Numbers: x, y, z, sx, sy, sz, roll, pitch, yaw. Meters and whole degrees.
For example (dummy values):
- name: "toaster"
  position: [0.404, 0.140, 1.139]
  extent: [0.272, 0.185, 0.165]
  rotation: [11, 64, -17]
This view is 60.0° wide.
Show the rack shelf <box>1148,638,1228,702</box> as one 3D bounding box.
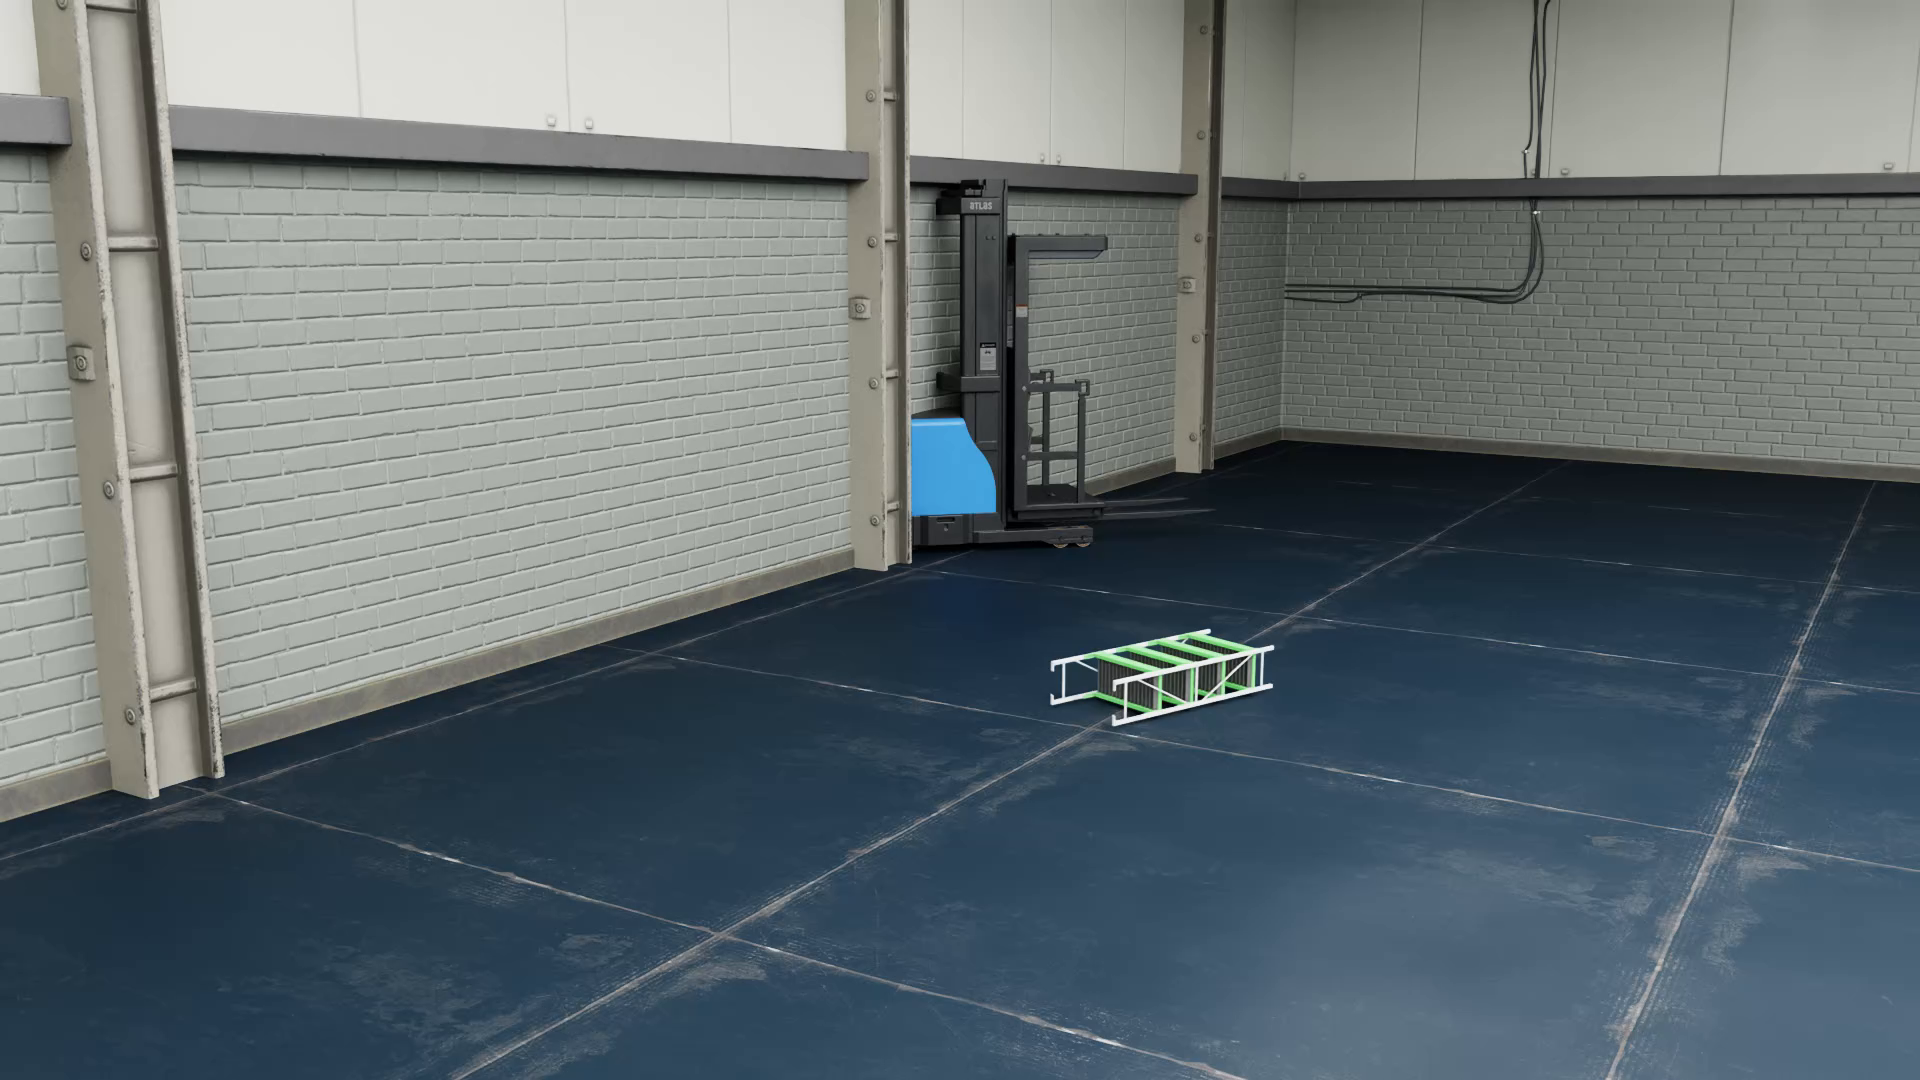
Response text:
- name: "rack shelf"
  position: [1.259, 0.720, 9.224]
  extent: [0.148, 0.258, 0.480]
  rotation: [-8, 13, -37]

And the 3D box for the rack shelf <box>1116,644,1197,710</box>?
- name: "rack shelf"
  position: [1.068, 0.747, 9.080]
  extent: [0.148, 0.258, 0.480]
  rotation: [-8, 13, -37]

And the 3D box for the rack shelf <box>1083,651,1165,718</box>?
- name: "rack shelf"
  position: [0.878, 0.774, 8.937]
  extent: [0.148, 0.258, 0.480]
  rotation: [-8, 13, -37]

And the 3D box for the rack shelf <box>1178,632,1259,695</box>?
- name: "rack shelf"
  position: [1.449, 0.693, 9.368]
  extent: [0.148, 0.258, 0.480]
  rotation: [-8, 13, -37]

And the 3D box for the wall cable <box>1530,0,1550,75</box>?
- name: "wall cable"
  position: [7.482, -6.211, 17.303]
  extent: [3.097, 2.526, 0.112]
  rotation: [6, 12, 31]

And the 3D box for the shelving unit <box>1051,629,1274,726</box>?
- name: "shelving unit"
  position: [1.119, 0.740, 9.119]
  extent: [1.200, 0.258, 0.503]
  rotation: [-8, 13, -37]

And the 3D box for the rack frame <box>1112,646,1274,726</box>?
- name: "rack frame"
  position: [1.267, 0.775, 8.928]
  extent: [1.200, 0.240, 0.015]
  rotation: [-8, 13, -37]

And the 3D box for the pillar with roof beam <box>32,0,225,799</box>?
- name: "pillar with roof beam"
  position: [-0.041, -2.878, 4.784]
  extent: [9.100, 9.000, 0.400]
  rotation: [6, 12, 31]

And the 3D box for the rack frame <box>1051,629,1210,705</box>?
- name: "rack frame"
  position: [0.970, 0.704, 9.309]
  extent: [1.200, 0.240, 0.015]
  rotation: [-8, 13, -37]

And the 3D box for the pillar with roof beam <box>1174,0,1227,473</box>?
- name: "pillar with roof beam"
  position: [6.189, -4.765, 14.865]
  extent: [9.100, 9.000, 0.400]
  rotation: [6, 12, 31]

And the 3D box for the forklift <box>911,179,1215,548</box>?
- name: "forklift"
  position: [0.606, -1.468, 13.745]
  extent: [3.031, 2.935, 1.130]
  rotation: [-3, 11, -14]

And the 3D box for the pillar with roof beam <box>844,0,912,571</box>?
- name: "pillar with roof beam"
  position: [3.074, -3.821, 9.825]
  extent: [9.100, 9.000, 0.400]
  rotation: [6, 12, 31]

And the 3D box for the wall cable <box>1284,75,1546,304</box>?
- name: "wall cable"
  position: [5.170, -3.987, 19.148]
  extent: [3.097, 2.526, 0.112]
  rotation: [6, 12, 31]
